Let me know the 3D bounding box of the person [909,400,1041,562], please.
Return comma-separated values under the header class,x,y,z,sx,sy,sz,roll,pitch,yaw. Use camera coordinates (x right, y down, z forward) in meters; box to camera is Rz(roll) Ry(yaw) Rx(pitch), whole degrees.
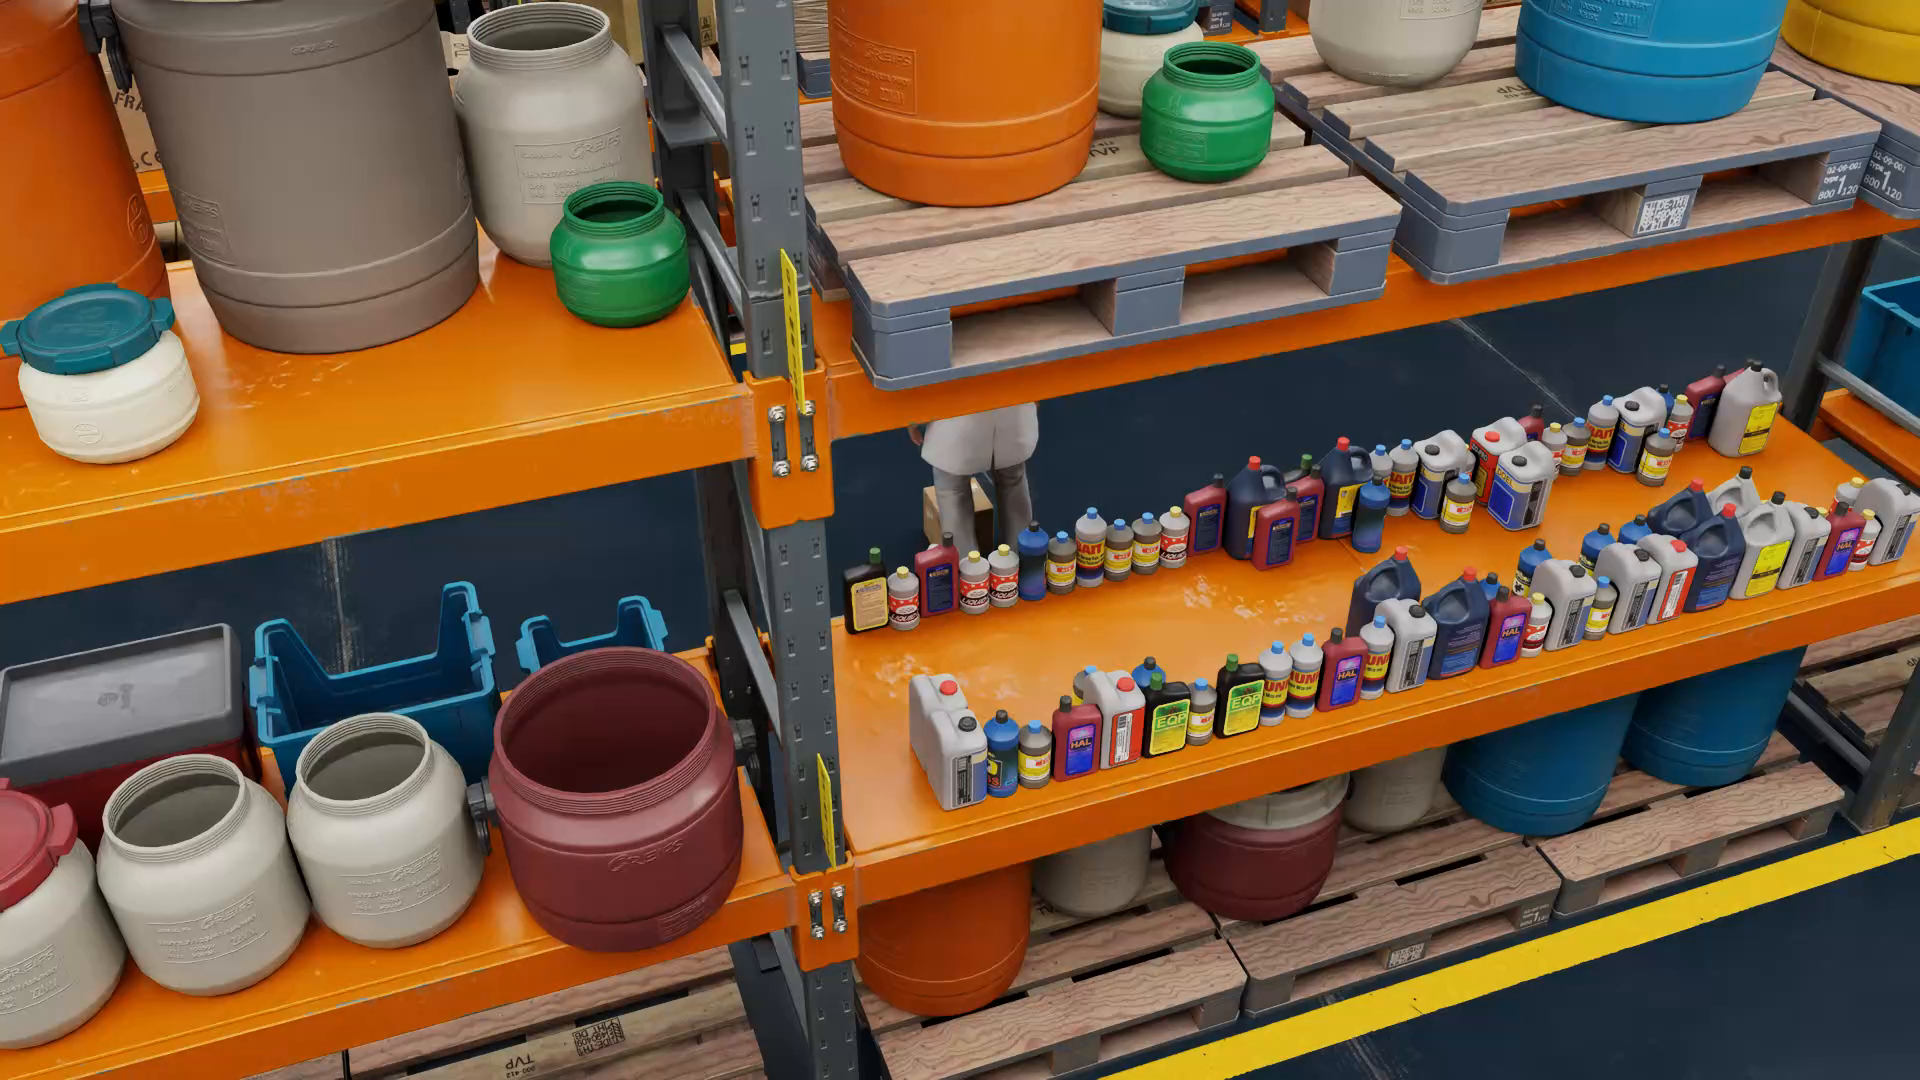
class,x,y,z,sx,sy,sz,roll,pitch,yaw
person,0.078,-0.559,6.899,0.655,1.774,0.415,-13,39,-17
